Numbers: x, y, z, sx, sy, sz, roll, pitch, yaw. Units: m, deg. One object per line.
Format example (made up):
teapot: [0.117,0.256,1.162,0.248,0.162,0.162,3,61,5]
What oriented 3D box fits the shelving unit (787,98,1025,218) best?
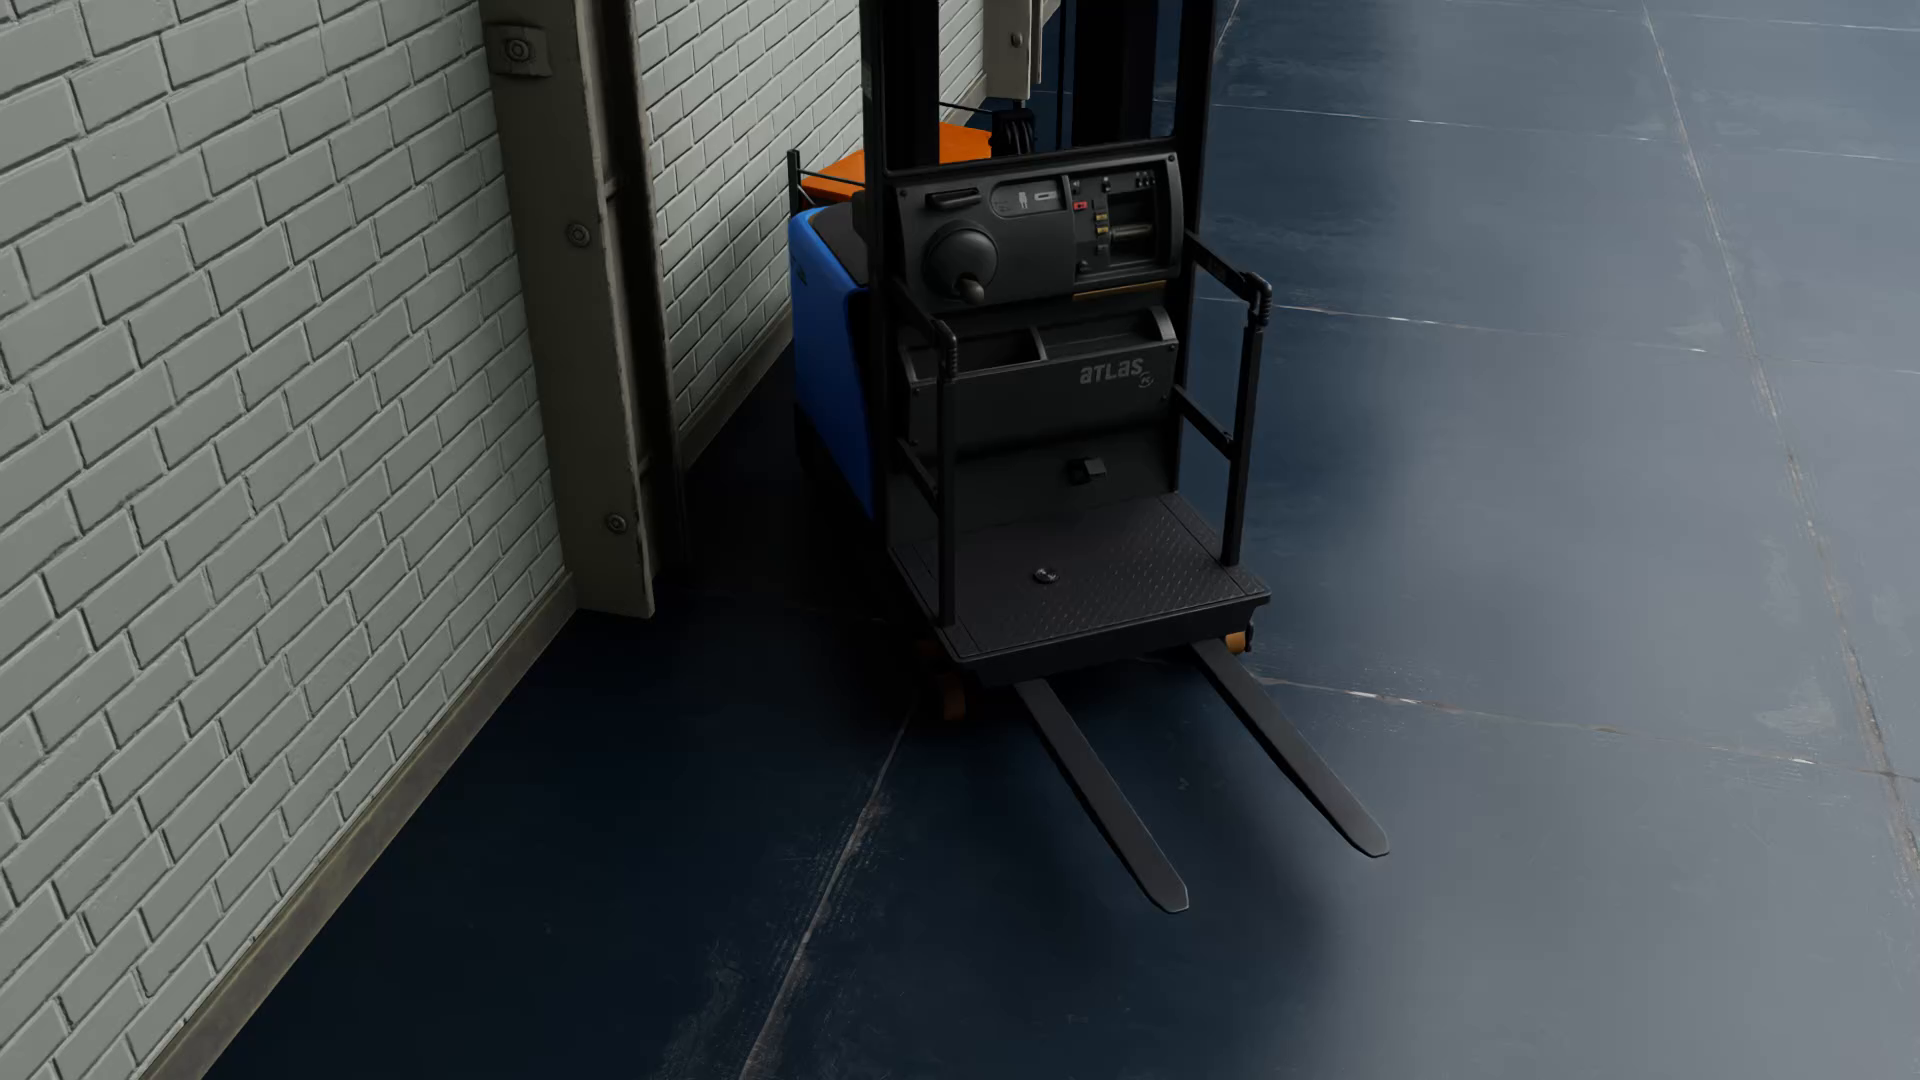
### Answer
shelving unit: [-0.204,-1.237,7.147,0.538,1.125,1.048,18,36,25]

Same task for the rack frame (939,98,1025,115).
rack frame: [0.055,-1.471,7.516,0.500,1.125,0.032,18,36,25]

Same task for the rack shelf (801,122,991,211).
rack shelf: [-0.204,-1.484,6.990,0.538,0.278,1.000,18,36,25]

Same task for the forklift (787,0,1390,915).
forklift: [0.330,-0.903,4.939,1.130,2.935,3.031,-11,34,-17]

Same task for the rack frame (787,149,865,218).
rack frame: [-0.463,-1.002,6.778,0.500,1.125,0.032,18,36,25]

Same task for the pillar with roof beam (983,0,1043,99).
pillar with roof beam: [4.501,-6.173,7.573,9.100,9.000,0.400,8,33,12]

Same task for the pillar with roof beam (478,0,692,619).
pillar with roof beam: [2.978,-3.060,2.675,9.100,9.000,0.400,8,33,12]
